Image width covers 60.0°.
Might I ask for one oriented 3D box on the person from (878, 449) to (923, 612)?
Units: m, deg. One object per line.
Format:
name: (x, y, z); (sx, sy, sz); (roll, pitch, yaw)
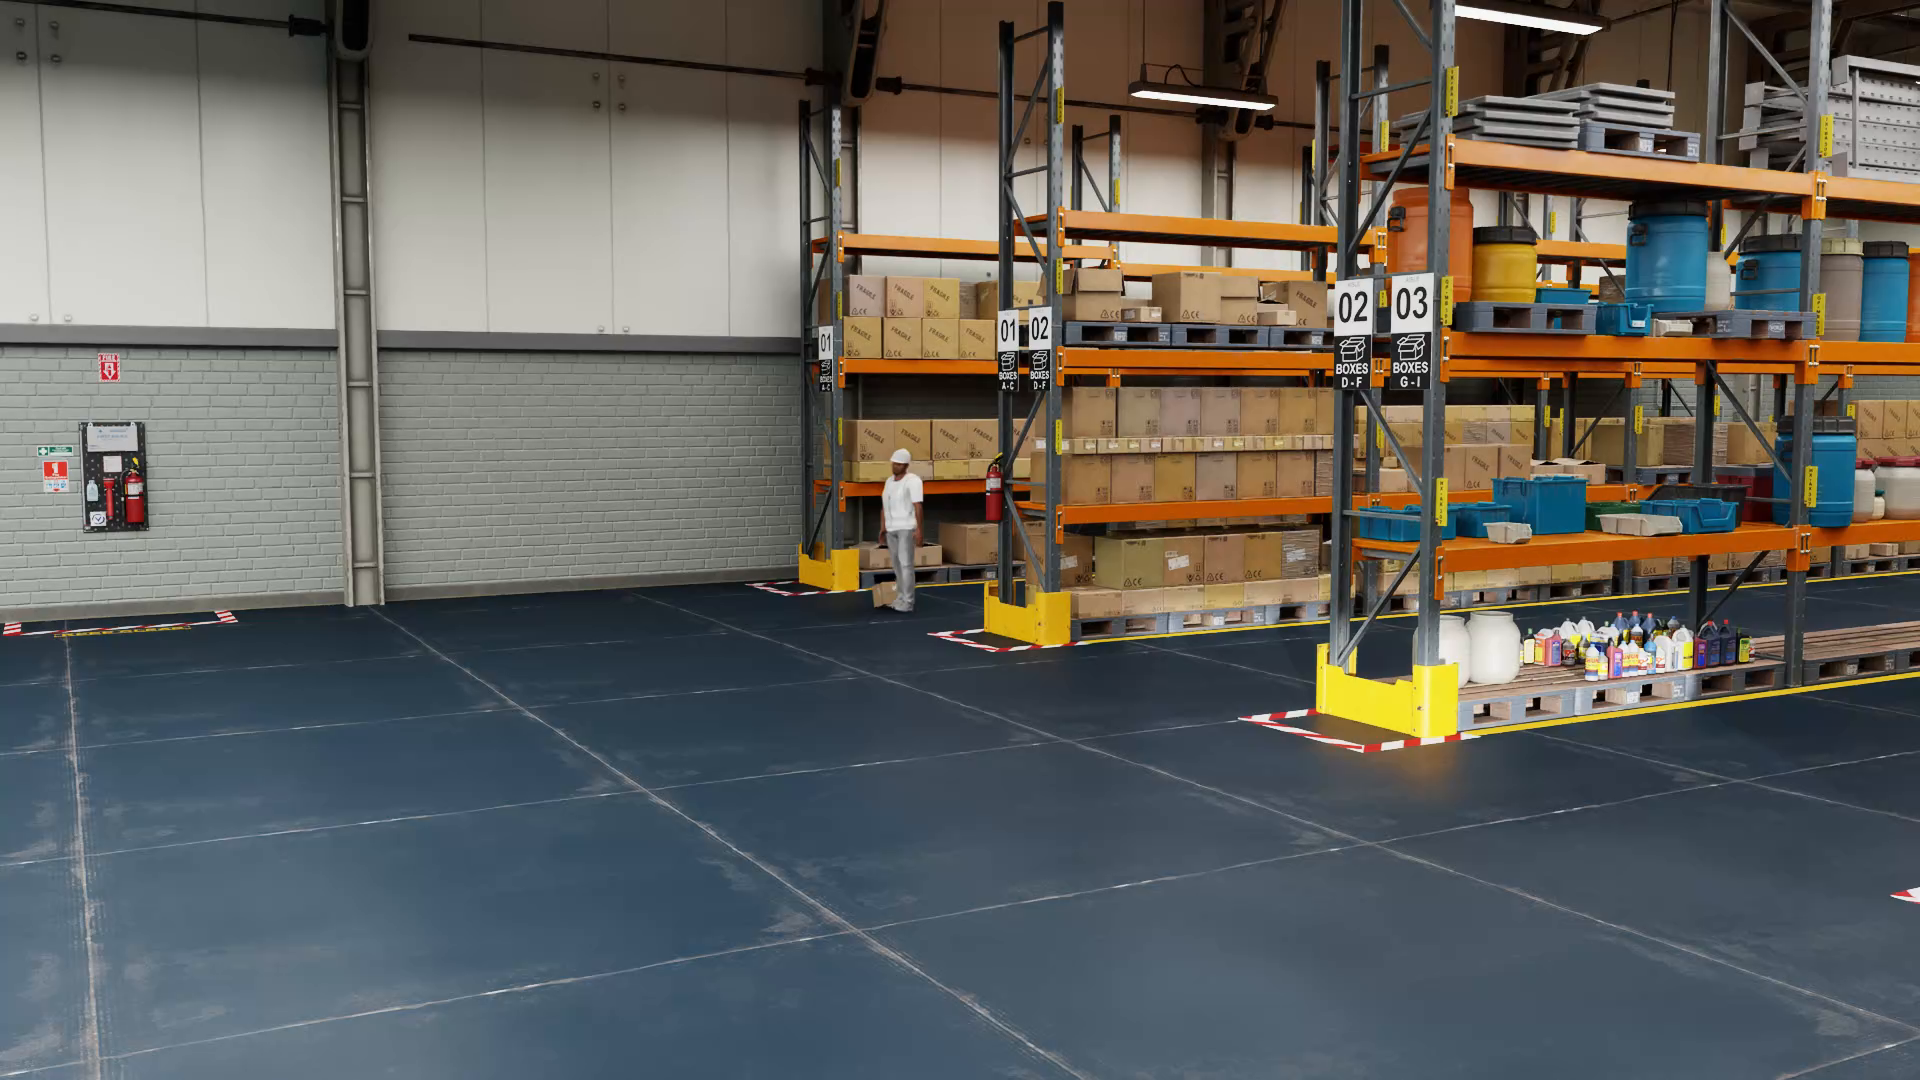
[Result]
person: (-0.659, -0.113, 18.166); (0.463, 1.767, 0.652); (-4, 6, -38)
